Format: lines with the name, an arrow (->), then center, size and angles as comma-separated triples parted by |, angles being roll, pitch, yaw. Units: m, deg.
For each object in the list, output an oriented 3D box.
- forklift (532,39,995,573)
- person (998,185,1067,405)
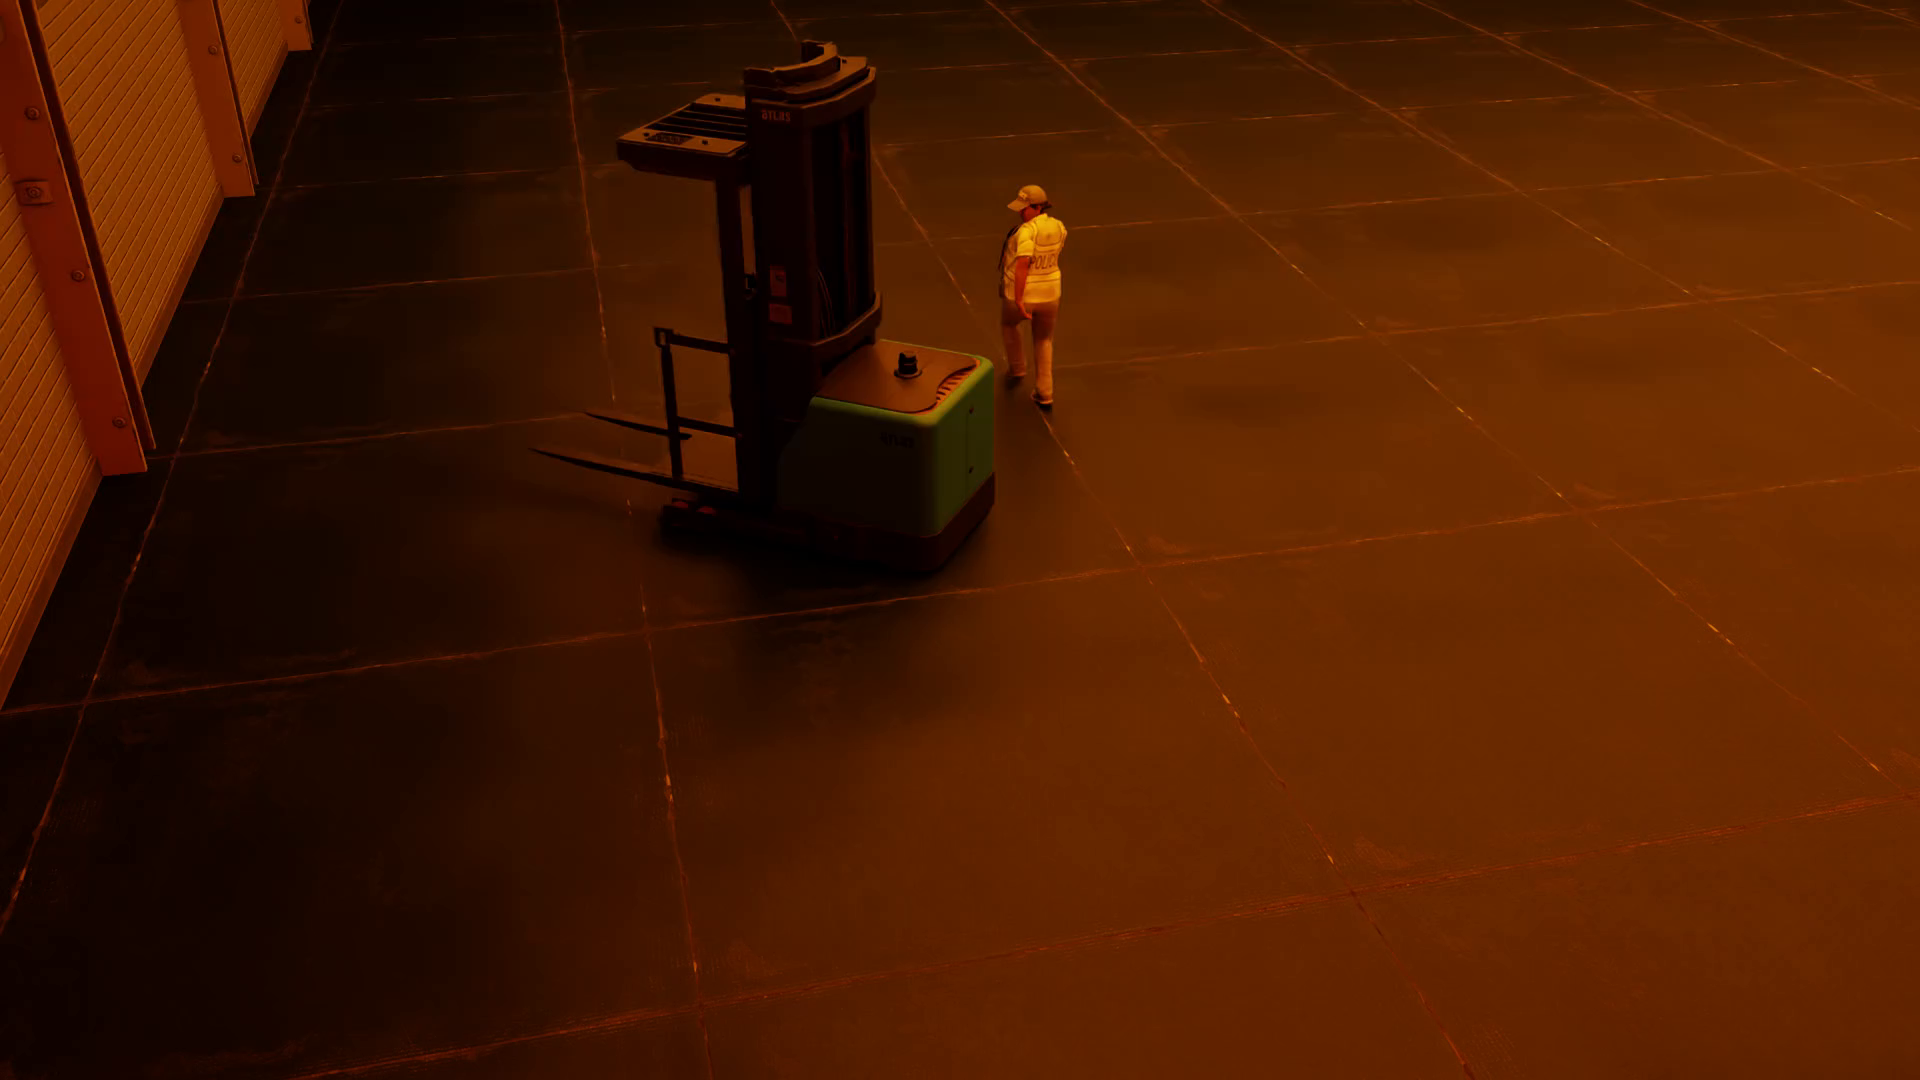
forklift -> -1.341, -1.542, 10.238 | 3.031, 2.935, 1.130 | 12, 32, 20
person -> 0.521, -1.786, 12.037 | 0.514, 1.621, 0.891 | -8, 31, -14
